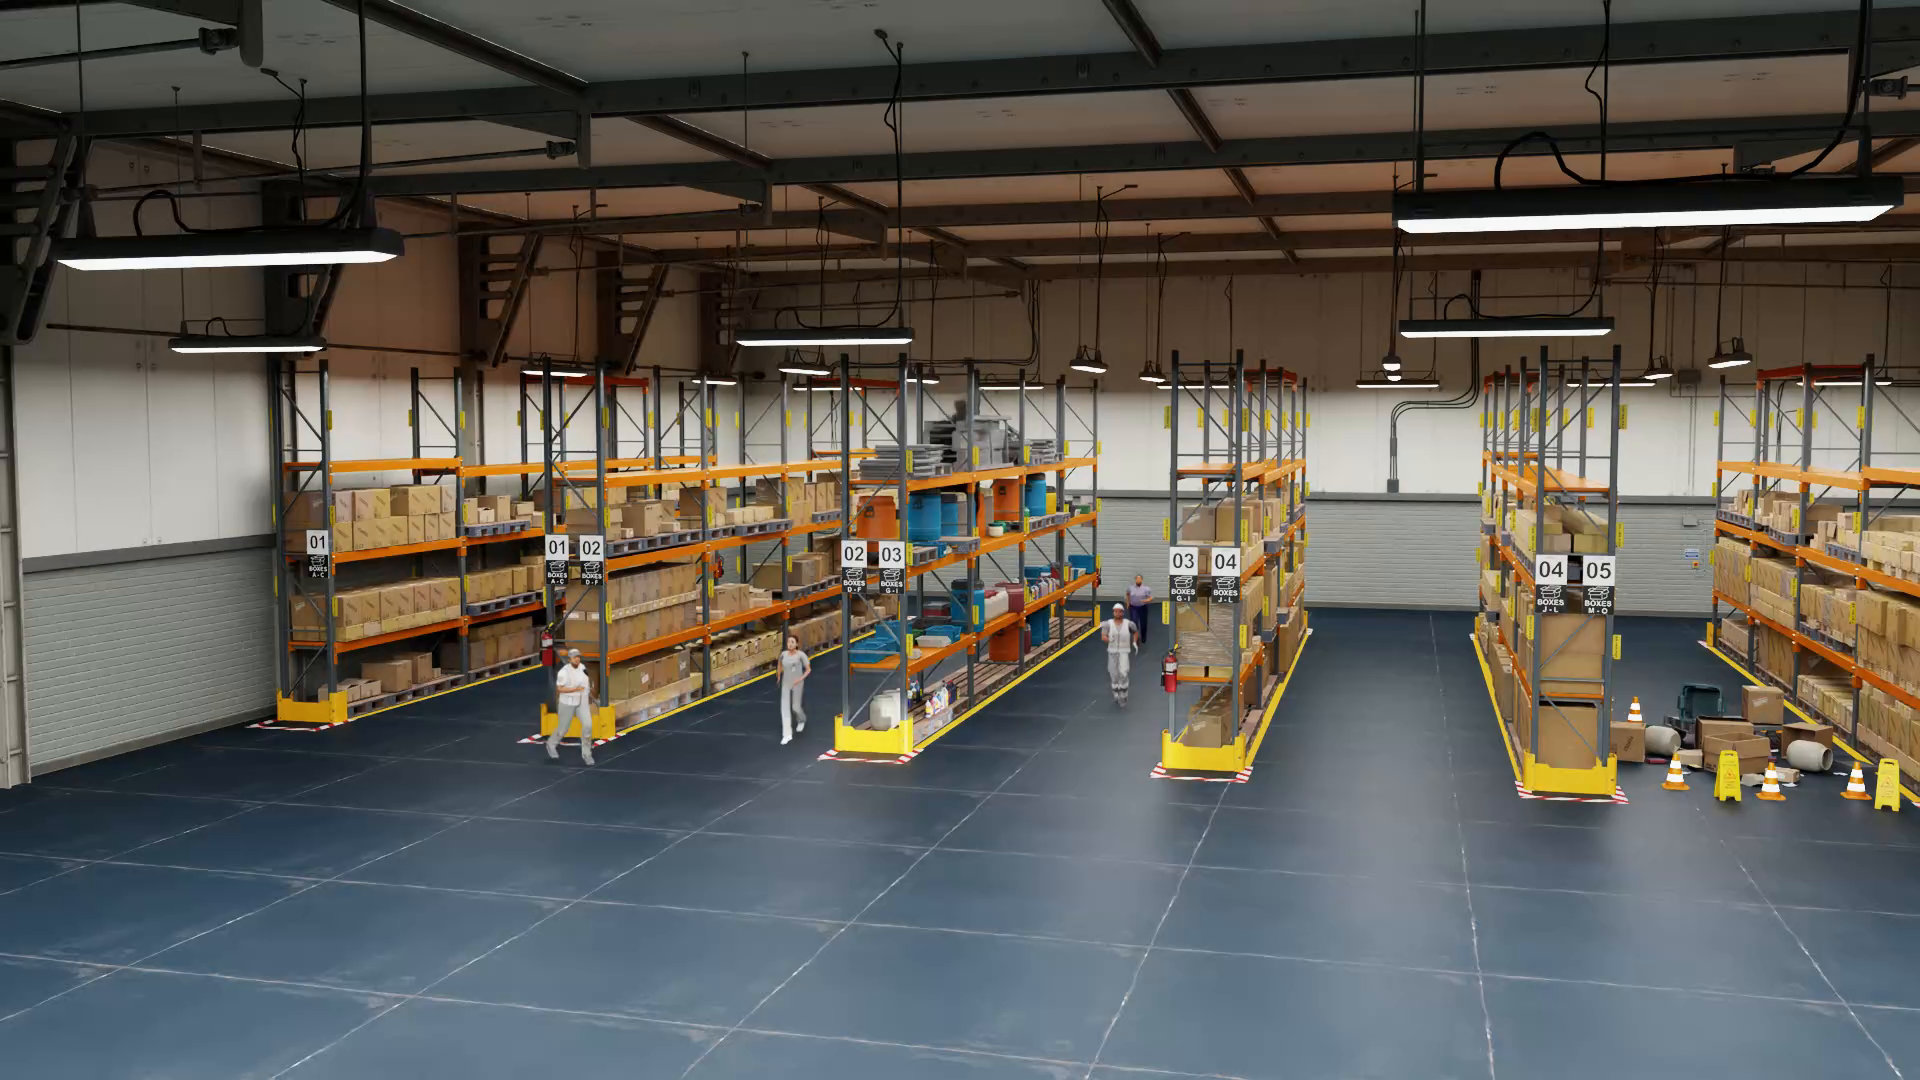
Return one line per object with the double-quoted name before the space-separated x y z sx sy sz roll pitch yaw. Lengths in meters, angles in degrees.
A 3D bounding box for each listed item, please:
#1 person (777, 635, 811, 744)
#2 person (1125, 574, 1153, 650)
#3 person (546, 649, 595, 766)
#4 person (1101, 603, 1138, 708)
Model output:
"person" -2.612 2.311 26.101 0.586 1.683 0.880 1 4 12
"person" 3.924 1.556 36.484 0.610 1.625 0.847 1 4 9
"person" -5.663 2.429 24.334 0.614 1.710 0.843 -4 6 -44
"person" 2.784 2.021 29.076 0.640 1.824 0.743 1 4 12
